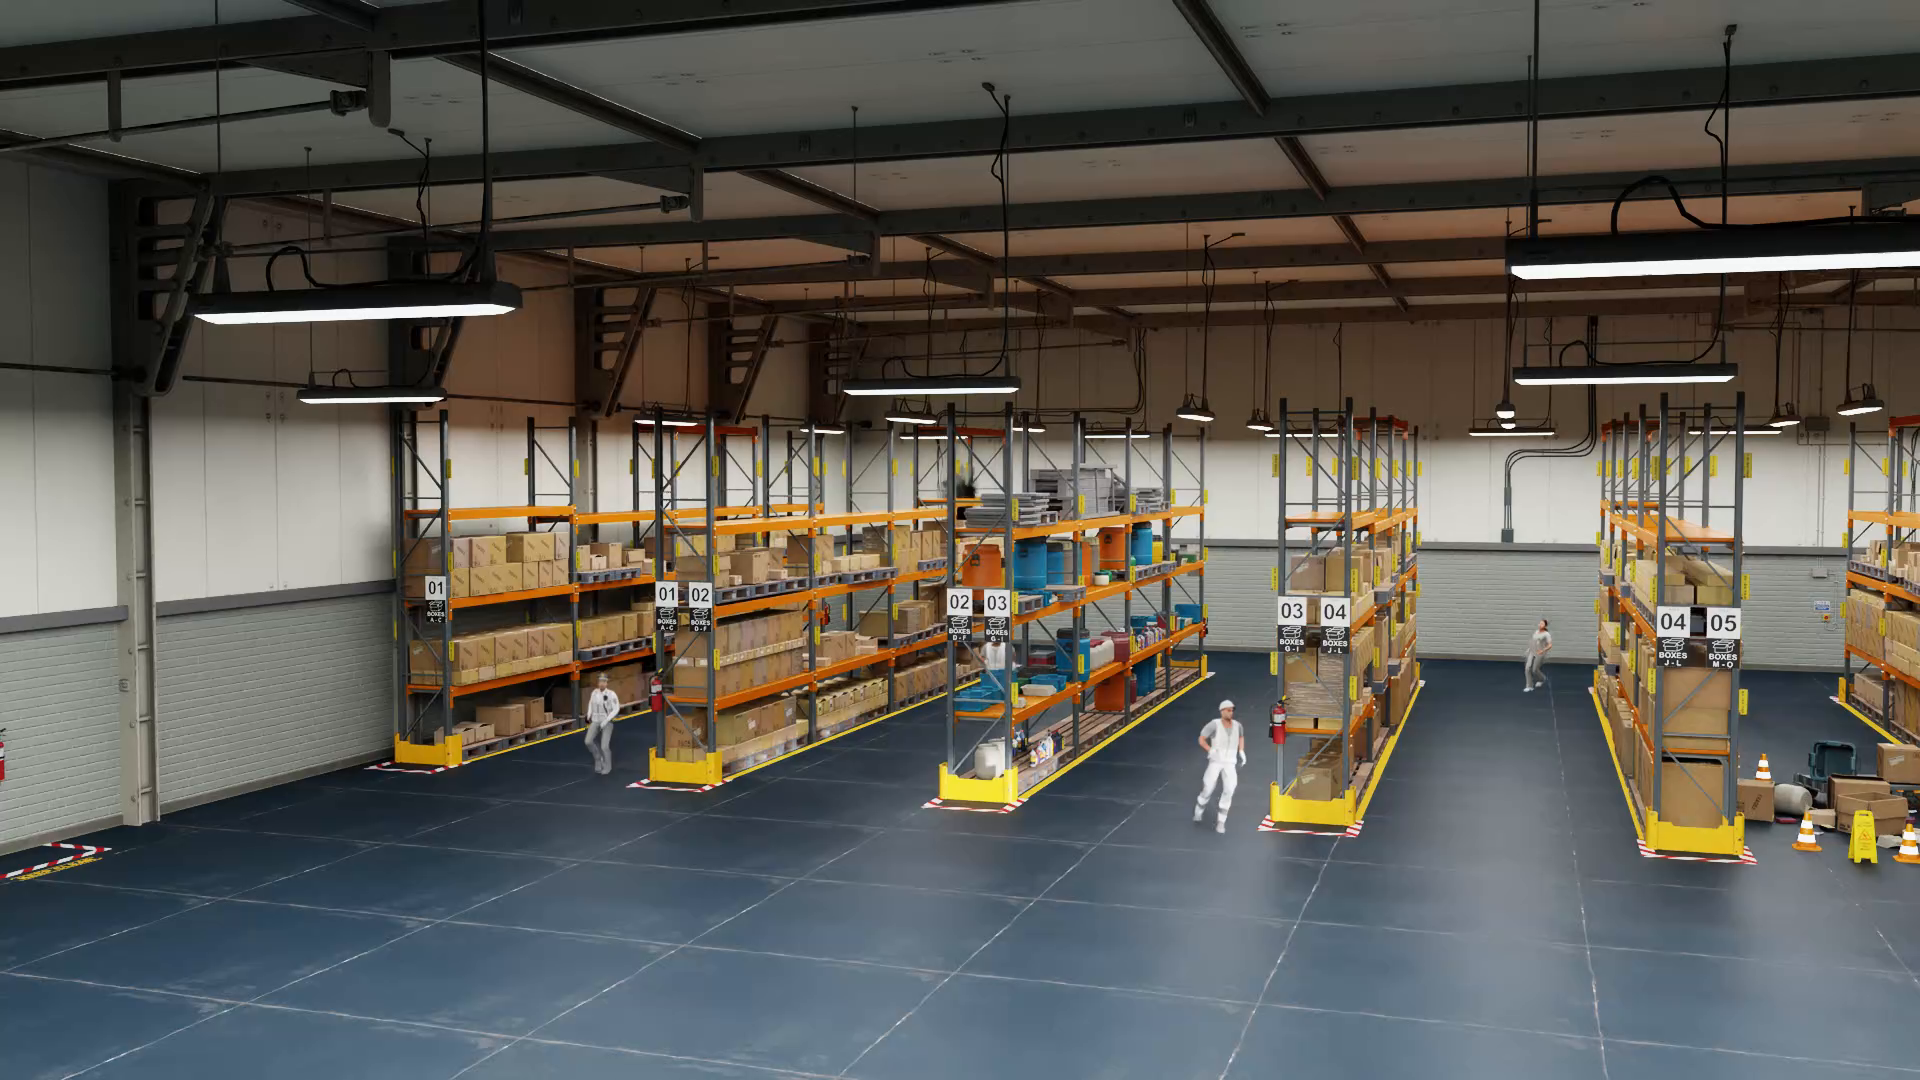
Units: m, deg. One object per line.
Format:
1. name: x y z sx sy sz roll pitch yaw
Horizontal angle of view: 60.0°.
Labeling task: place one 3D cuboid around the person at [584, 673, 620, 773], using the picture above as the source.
1. person: -5.882 3.004 27.222 0.637 1.653 0.566 1 3 17

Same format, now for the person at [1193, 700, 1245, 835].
1. person: 3.653 3.127 23.133 0.726 1.804 0.797 0 2 -8

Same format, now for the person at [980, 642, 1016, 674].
1. person: 0.737 2.694 33.260 0.703 1.857 0.786 1 3 14

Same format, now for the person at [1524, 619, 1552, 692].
1. person: 12.999 2.596 37.373 0.686 1.646 0.616 -2 3 -34
